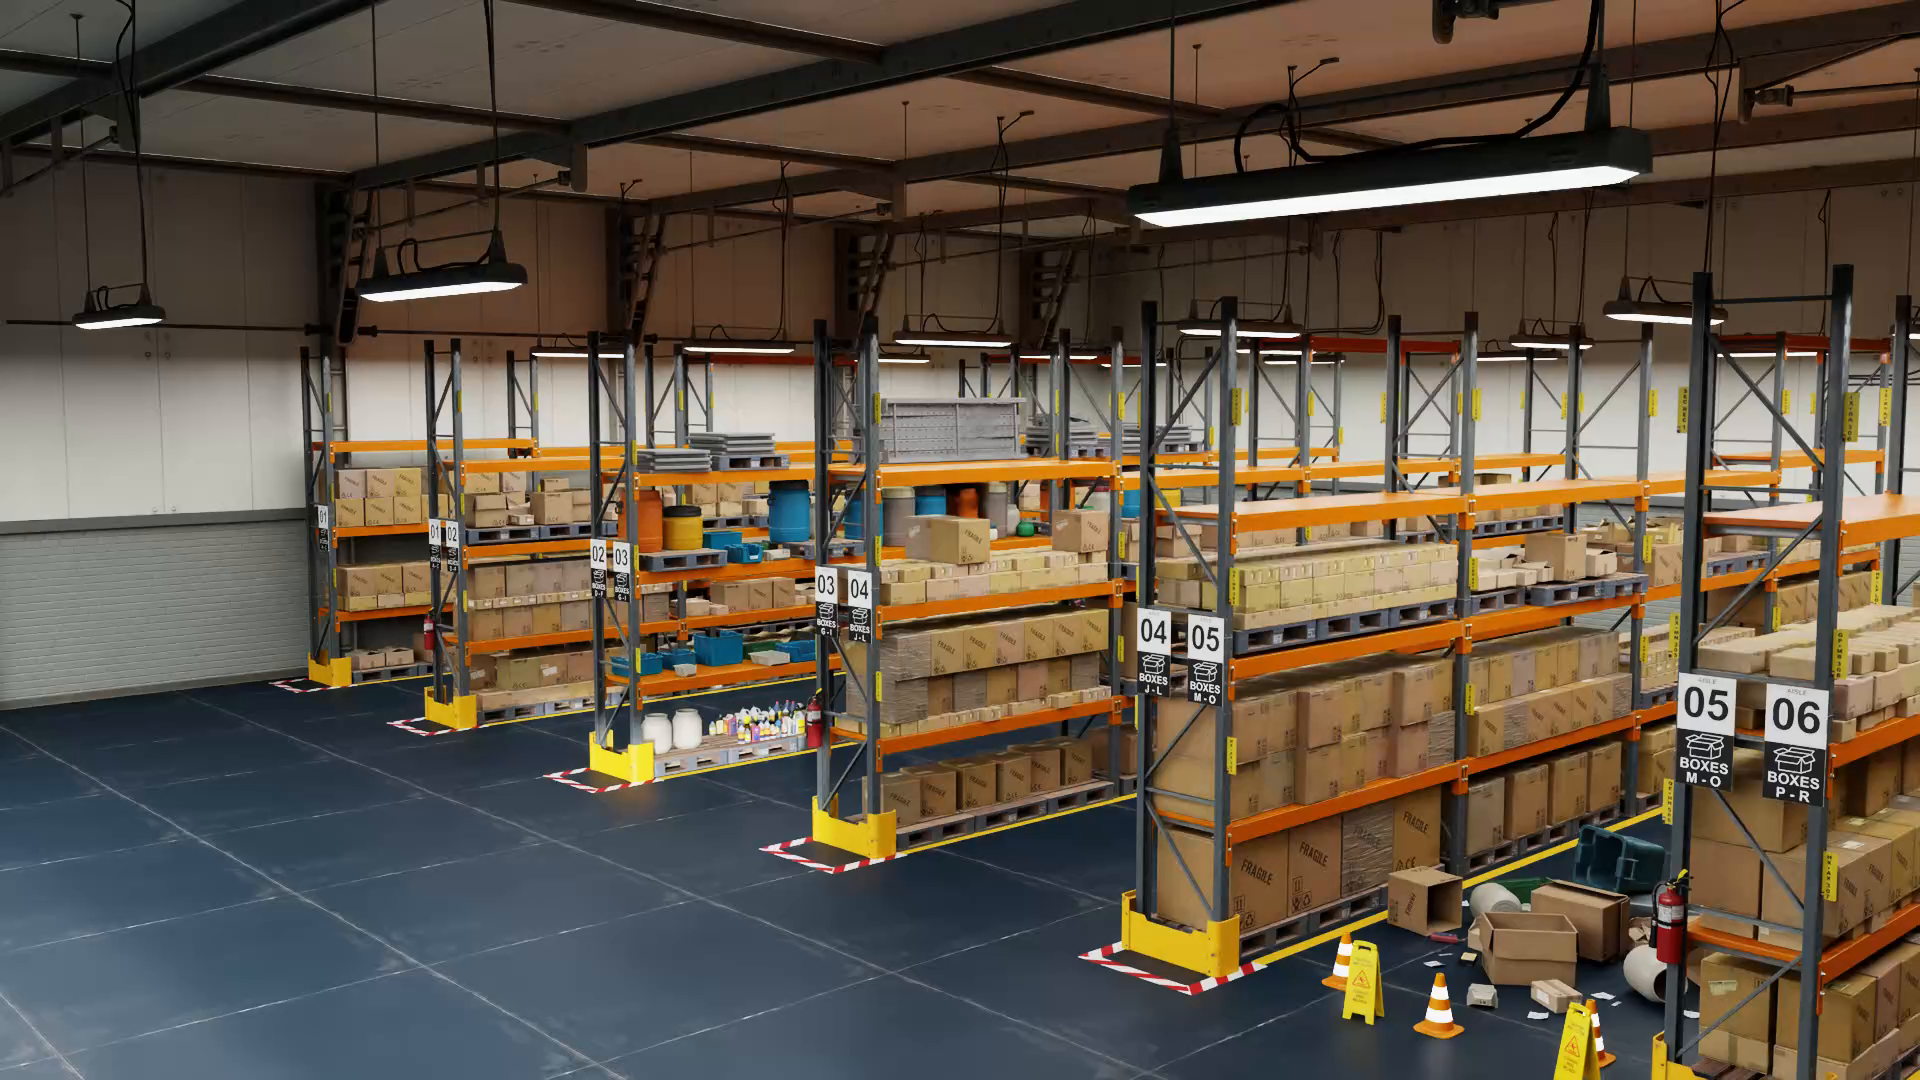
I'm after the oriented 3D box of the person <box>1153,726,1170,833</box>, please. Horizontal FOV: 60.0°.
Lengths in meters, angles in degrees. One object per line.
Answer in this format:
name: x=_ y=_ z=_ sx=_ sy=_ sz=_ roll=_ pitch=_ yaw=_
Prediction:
person: x=2.404 y=2.606 z=19.339 sx=0.771 sy=1.681 sz=0.829 roll=-3 pitch=6 yaw=-29
